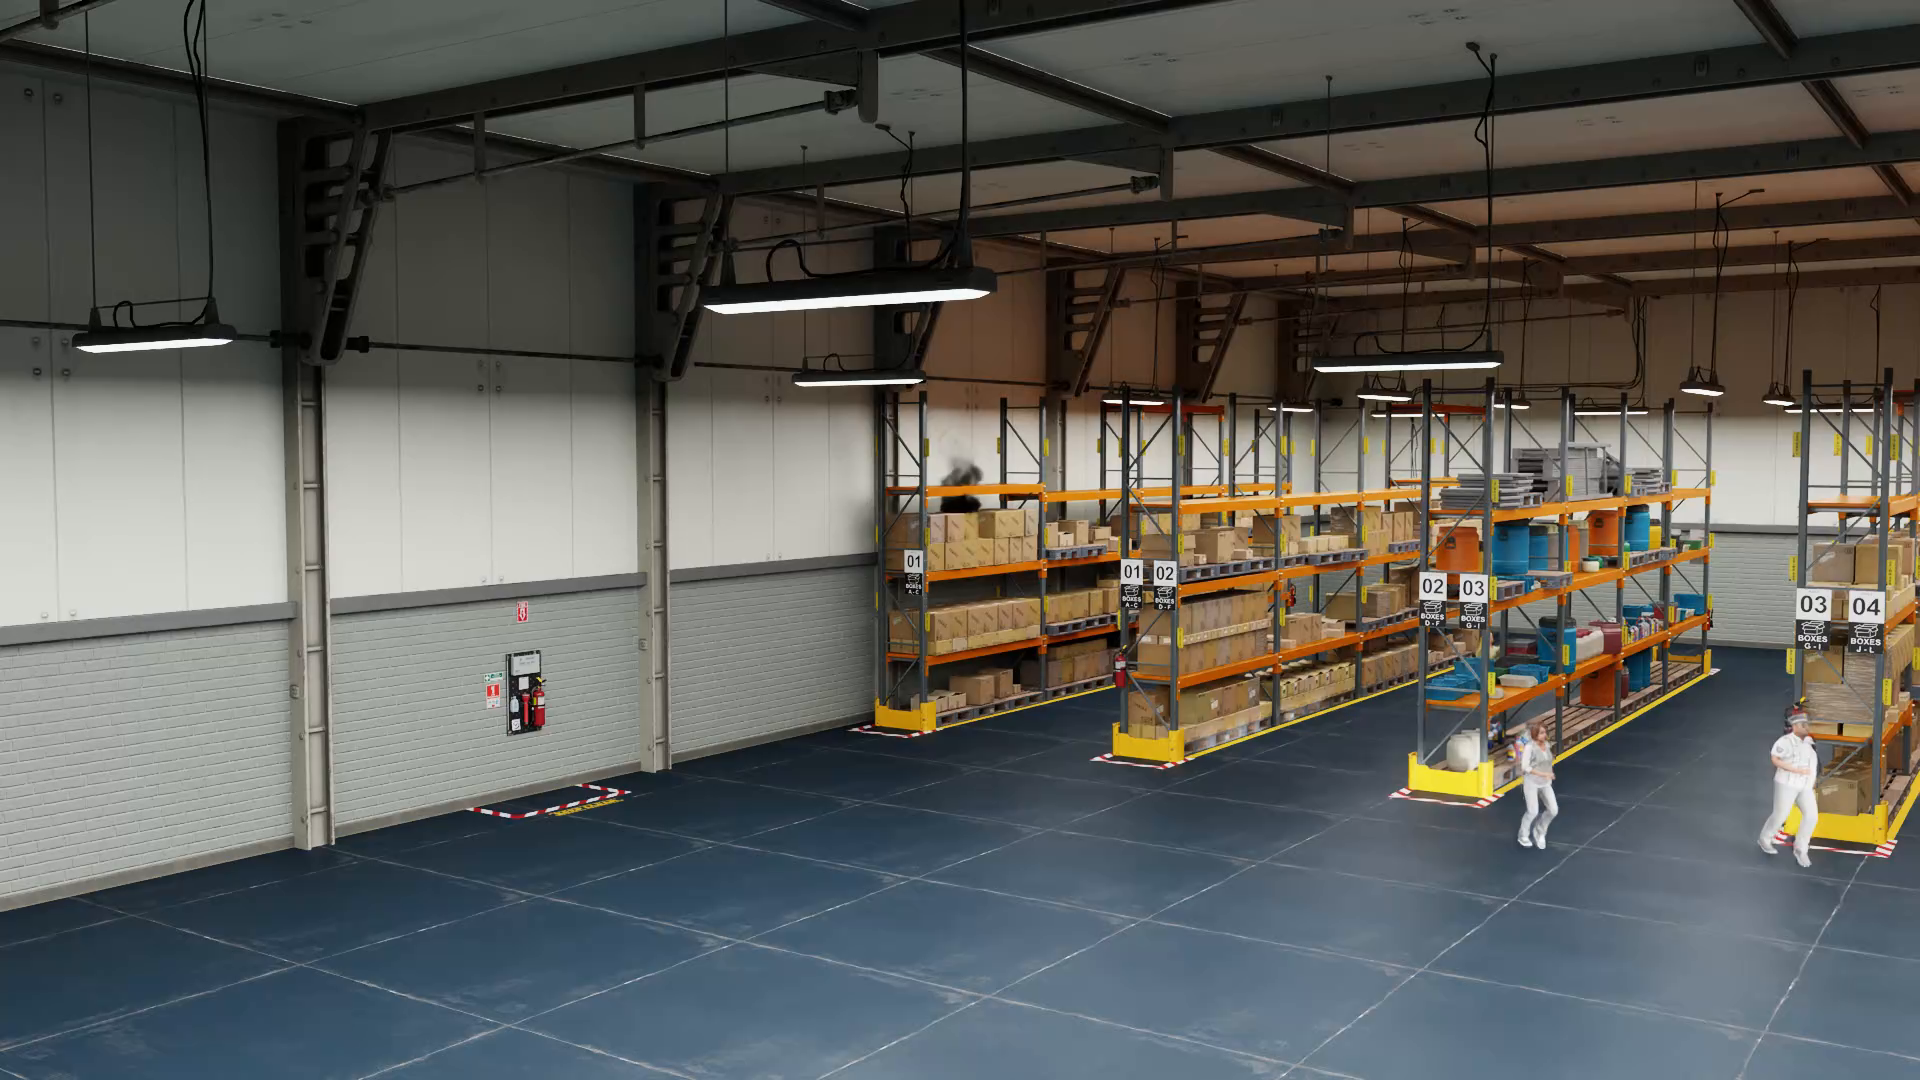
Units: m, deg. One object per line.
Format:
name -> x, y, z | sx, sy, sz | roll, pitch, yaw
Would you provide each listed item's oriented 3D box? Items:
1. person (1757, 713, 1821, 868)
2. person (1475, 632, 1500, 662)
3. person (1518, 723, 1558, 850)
person -> 10.141, 3.000, 20.187 | 0.678, 1.800, 0.792 | -1, 3, -12
person -> 9.731, 2.498, 30.577 | 0.581, 1.629, 0.633 | 2, 4, 26
person -> 7.200, 3.066, 20.634 | 0.562, 1.595, 0.642 | -1, 3, -20
